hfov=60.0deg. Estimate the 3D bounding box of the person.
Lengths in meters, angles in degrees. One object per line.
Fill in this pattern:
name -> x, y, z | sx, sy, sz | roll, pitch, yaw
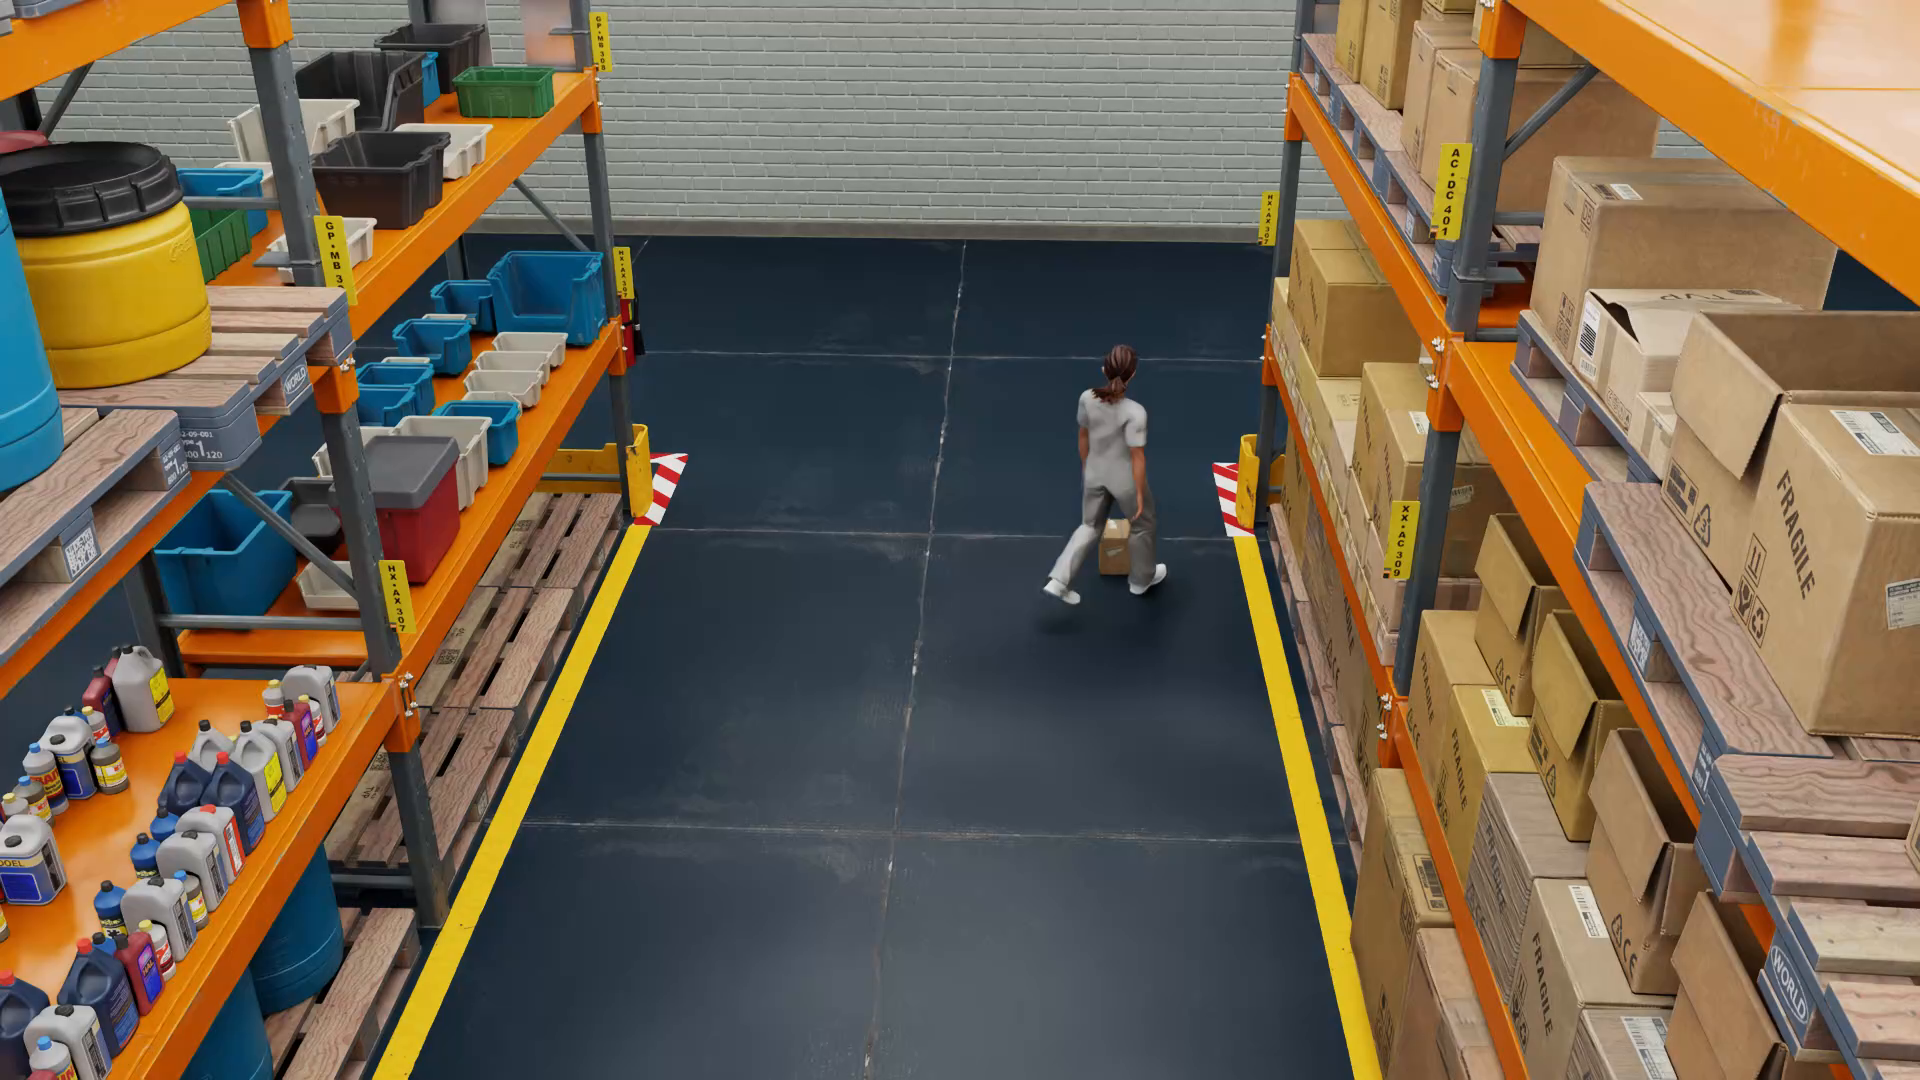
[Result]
person -> 0.877, -0.356, 9.326 | 0.458, 1.629, 0.918 | 18, 33, 31
